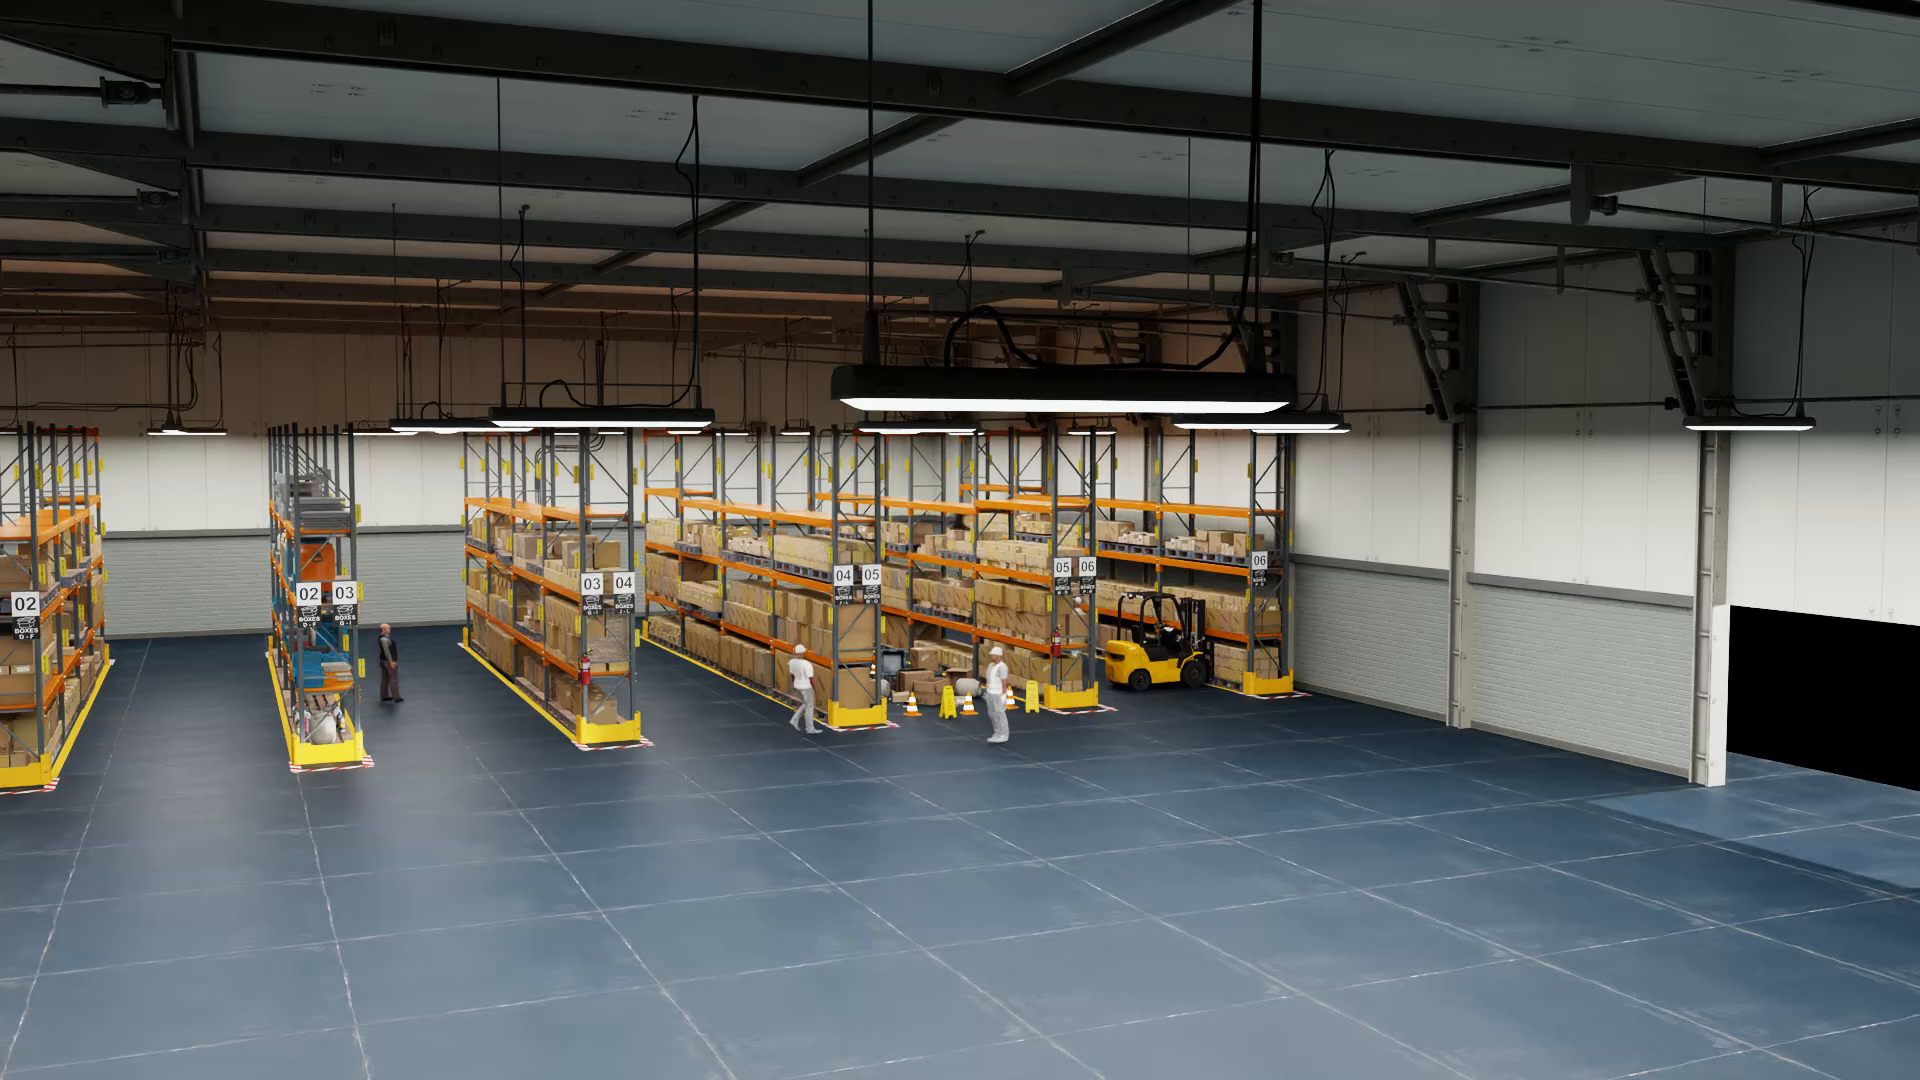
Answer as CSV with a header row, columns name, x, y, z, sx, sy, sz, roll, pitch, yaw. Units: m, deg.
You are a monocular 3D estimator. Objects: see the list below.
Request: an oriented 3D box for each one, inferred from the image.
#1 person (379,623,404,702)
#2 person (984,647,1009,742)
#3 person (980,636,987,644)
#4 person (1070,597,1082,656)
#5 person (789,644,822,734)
name,x,y,z,sx,sy,sz,roll,pitch,yaw
person,-12.344,2.657,36.049,0.498,1.708,0.615,-3,4,-38
person,0.686,2.920,31.346,0.370,1.822,0.684,-2,4,-30
person,0.581,2.189,44.296,0.409,1.654,0.493,-1,4,-23
person,2.766,2.308,41.374,0.638,1.800,0.542,-2,4,-33
person,-3.026,2.883,32.316,0.576,1.745,0.699,-2,4,-33
